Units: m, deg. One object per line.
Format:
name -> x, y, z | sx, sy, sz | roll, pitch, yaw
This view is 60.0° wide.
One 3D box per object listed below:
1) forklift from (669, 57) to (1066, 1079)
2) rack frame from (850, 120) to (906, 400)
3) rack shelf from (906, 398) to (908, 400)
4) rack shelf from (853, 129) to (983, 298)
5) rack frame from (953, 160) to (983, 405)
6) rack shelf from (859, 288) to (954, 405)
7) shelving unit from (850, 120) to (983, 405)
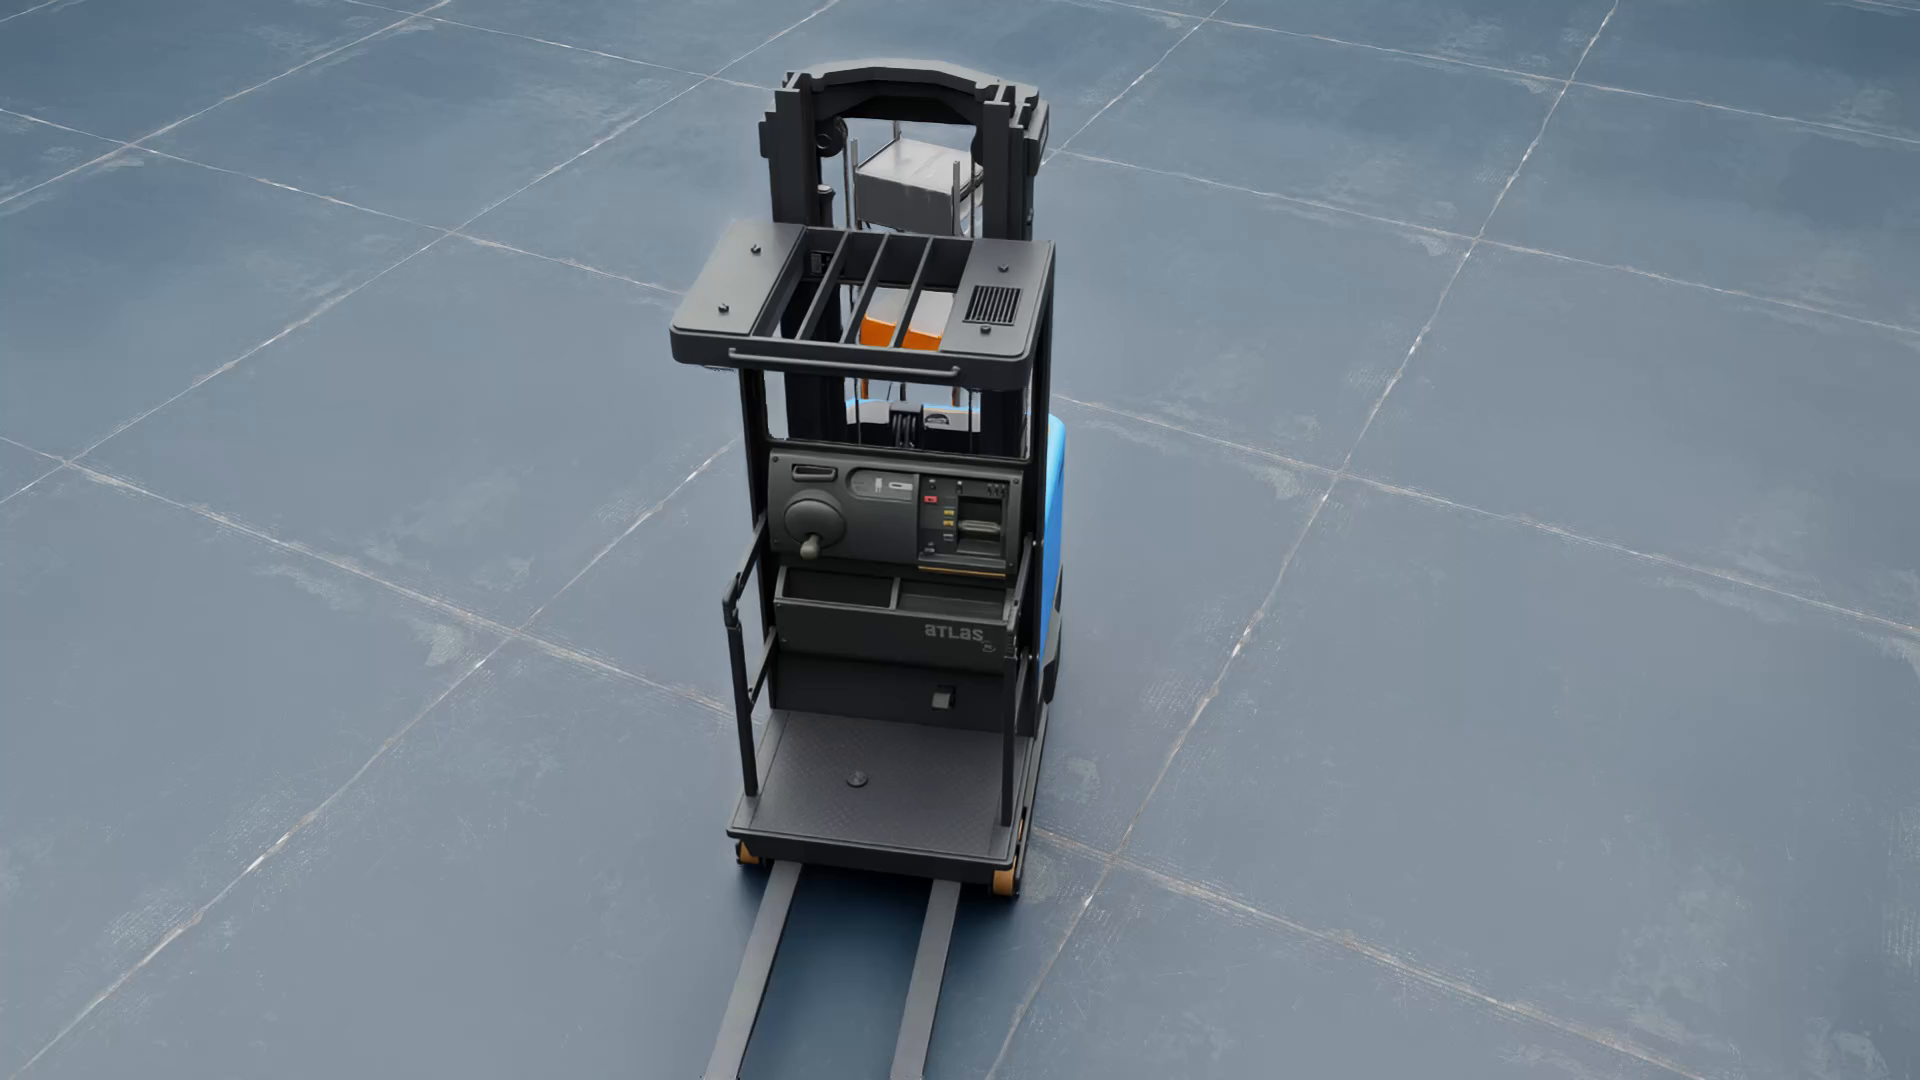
forklift -> -0.271, -0.027, 5.861 | 1.130, 2.935, 3.031 | 6, 38, 7
rack frame -> -0.364, -0.950, 7.765 | 0.015, 2.100, 0.400 | 17, 41, 21
rack shelf -> -0.147, -0.314, 8.107 | 0.480, 0.518, 0.431 | 17, 41, 21
rack shelf -> -0.147, -1.429, 7.261 | 0.480, 0.518, 0.431 | 17, 41, 21
rack frame -> 0.070, -0.815, 7.586 | 0.015, 2.100, 0.400 | 17, 41, 21
rack shelf -> -0.147, -0.872, 7.684 | 0.480, 0.518, 0.431 | 17, 41, 21
shelving unit -> -0.147, -0.882, 7.676 | 0.503, 2.100, 0.431 | 17, 41, 21
